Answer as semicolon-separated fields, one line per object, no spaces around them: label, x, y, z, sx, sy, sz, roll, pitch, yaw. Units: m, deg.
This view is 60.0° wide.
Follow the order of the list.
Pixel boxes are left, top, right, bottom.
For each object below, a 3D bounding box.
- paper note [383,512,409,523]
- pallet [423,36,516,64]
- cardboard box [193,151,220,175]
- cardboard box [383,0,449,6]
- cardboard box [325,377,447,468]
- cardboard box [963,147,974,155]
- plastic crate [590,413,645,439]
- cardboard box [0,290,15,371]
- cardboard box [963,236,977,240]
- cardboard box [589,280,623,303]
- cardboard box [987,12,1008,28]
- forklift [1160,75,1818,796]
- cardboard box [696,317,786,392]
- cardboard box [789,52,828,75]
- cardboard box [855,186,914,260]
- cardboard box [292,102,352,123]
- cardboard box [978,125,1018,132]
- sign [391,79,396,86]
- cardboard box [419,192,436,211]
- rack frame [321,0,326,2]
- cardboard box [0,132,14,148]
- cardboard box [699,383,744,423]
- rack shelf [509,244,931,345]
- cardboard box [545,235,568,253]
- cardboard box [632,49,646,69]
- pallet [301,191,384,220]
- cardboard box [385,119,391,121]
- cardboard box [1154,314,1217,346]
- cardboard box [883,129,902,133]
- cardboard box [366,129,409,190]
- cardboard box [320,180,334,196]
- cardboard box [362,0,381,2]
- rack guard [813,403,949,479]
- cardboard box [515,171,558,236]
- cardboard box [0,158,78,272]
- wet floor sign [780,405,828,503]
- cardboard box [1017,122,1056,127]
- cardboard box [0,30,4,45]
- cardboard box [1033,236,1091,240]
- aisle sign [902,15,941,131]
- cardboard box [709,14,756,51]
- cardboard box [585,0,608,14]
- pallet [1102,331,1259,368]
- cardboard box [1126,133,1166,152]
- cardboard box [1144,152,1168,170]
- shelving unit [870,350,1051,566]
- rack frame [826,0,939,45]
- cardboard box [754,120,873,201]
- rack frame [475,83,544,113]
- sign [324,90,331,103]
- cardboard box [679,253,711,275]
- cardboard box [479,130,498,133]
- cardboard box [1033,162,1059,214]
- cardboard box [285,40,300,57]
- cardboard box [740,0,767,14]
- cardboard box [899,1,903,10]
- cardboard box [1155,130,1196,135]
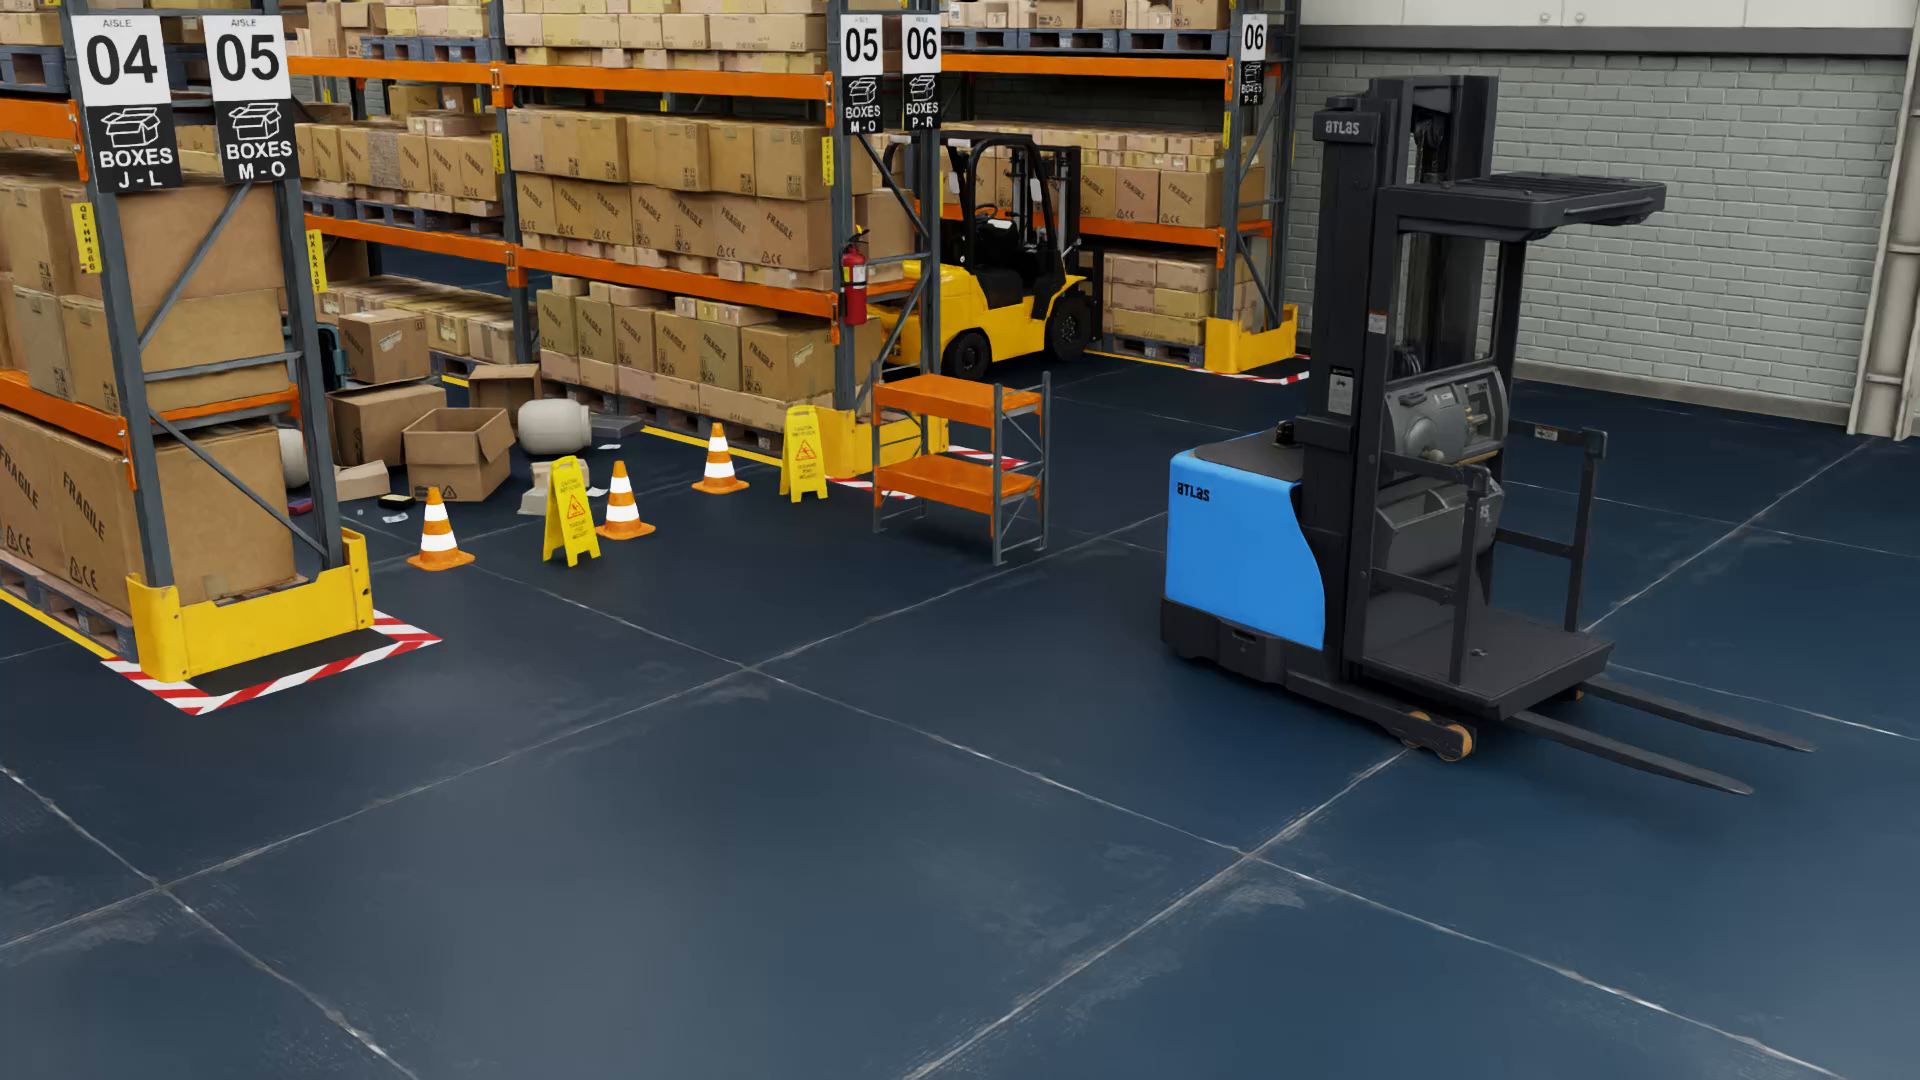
paper note;-3.746;-0.149;11.033;0.144;0.017;0.142;-9;20;-27
pallet;-3.904;-4.306;14.572;1.003;0.211;1.213;15;23;39
cardboard box;-7.818;-4.028;17.765;0.500;0.250;0.500;14;23;38
cardboard box;-4.809;-4.902;14.867;0.500;0.250;0.500;16;23;40
cardboard box;-4.220;-0.855;12.250;0.503;0.637;0.797;15;23;39
cardboard box;0.251;-4.077;17.262;0.250;0.149;0.380;15;23;39
plastic crate;-2.883;-0.925;13.395;0.583;0.080;0.402;7;19;21
cardboard box;-5.224;-1.353;9.670;0.500;0.550;0.875;15;23;39
cardboard box;0.308;-3.034;17.413;0.500;0.250;0.500;15;23;39
cardboard box;-2.812;-2.053;13.661;0.250;0.149;0.380;16;24;41
cardboard box;0.488;-5.186;16.591;0.250;0.149;0.380;16;24;41
forklift;2.404;-0.574;7.575;1.130;2.935;3.031;-15;23;-39
cardboard box;-1.686;-1.467;12.888;0.500;0.500;0.500;16;24;41
cardboard box;-0.974;-3.333;11.611;0.250;0.149;0.380;15;23;39
cardboard box;-0.691;-2.362;12.438;0.500;0.500;0.500;15;23;38
cardboard box;-6.711;-4.299;17.382;0.500;0.500;0.500;14;22;37
cardboard box;0.397;-4.153;17.009;0.250;0.149;0.380;16;23;40
sign;-8.813;-7.175;25.824;0.005;0.325;0.100;15;23;39
cardboard box;-4.676;-3.090;15.110;0.250;0.149;0.380;15;23;40
rack frame;-9.196;-9.210;24.757;0.127;3.000;1.000;15;23;39
cardboard box;-11.923;-5.018;21.300;0.500;0.500;0.500;15;23;38
cardboard box;-1.687;-1.111;13.006;0.500;0.250;0.500;15;23;39
rack shelf;-2.017;-2.073;13.375;4.000;0.370;1.077;15;23;39
cardboard box;-3.267;-2.523;14.018;0.250;0.149;0.380;16;24;41
cardboard box;-2.288;-3.699;12.766;0.250;0.149;0.380;15;23;40
pallet;-5.901;-3.410;16.716;1.003;0.211;1.213;15;23;39
cardboard box;-8.277;-6.067;24.526;0.500;0.250;0.500;14;23;38
cardboard box;2.210;-2.051;15.966;0.500;0.250;0.500;15;23;40
cardboard box;-0.694;-4.533;18.700;0.250;0.149;0.380;15;23;39
cardboard box;-5.157;-3.557;15.511;0.500;0.500;0.500;14;22;37
cardboard box;-6.022;-3.464;16.289;0.250;0.149;0.380;13;22;36
cardboard box;-8.278;-7.739;24.010;0.500;0.250;0.500;15;23;38
rack guard;-0.578;-0.838;12.427;0.348;0.500;1.175;15;23;39
cardboard box;-3.369;-2.856;13.994;0.500;0.500;0.500;15;23;39
cardboard box;-5.267;-1.853;9.460;0.500;0.550;0.875;15;23;39
wet floor sign;-1.089;-0.612;11.474;0.267;0.644;0.232;-9;20;-27
cardboard box;0.814;-4.298;17.467;0.250;0.149;0.380;14;23;38
cardboard box;-4.585;-2.524;8.204;0.250;0.149;0.380;15;23;40
cardboard box;1.034;-3.050;17.460;0.500;0.250;0.500;15;23;40
aisle sign;-0.269;-3.311;11.789;0.004;0.787;0.394;15;23;39
cardboard box;-1.449;-3.661;11.985;0.500;0.250;0.500;15;23;39
cardboard box;-2.691;-4.173;12.940;0.250;0.149;0.380;14;22;37
pallet;2.171;-1.953;16.417;1.213;0.211;1.003;15;23;39
cardboard box;1.807;-3.817;15.950;0.250;0.149;0.380;15;23;40
cardboard box;1.961;-3.612;15.796;0.250;0.149;0.380;16;23;40
shelving unit;-0.005;-0.538;10.446;1.048;1.125;0.538;15;23;39
rack frame;-0.521;-4.874;11.093;0.127;3.000;1.000;15;23;39
cardboard box;-1.048;-2.734;11.957;0.500;0.500;0.700;14;23;38
rack frame;-6.205;-5.548;23.134;0.127;3.000;1.000;15;23;39
sign;-9.556;-6.641;25.146;0.005;0.325;0.100;15;23;39
cardboard box;-1.946;-2.162;12.882;0.250;0.149;0.380;15;23;39
cardboard box;-4.409;-3.569;15.548;0.500;0.500;0.500;15;23;39
cardboard box;1.080;-3.533;16.620;0.500;0.500;0.500;15;23;40
cardboard box;-6.382;-4.829;16.326;0.250;0.149;0.380;15;23;39
cardboard box;-1.341;-3.813;11.807;0.250;0.149;0.380;15;23;39
cardboard box;-0.924;-5.667;17.837;0.500;0.311;0.500;14;22;38
cardboard box;2.106;-3.916;16.262;0.250;0.149;0.380;15;23;40
